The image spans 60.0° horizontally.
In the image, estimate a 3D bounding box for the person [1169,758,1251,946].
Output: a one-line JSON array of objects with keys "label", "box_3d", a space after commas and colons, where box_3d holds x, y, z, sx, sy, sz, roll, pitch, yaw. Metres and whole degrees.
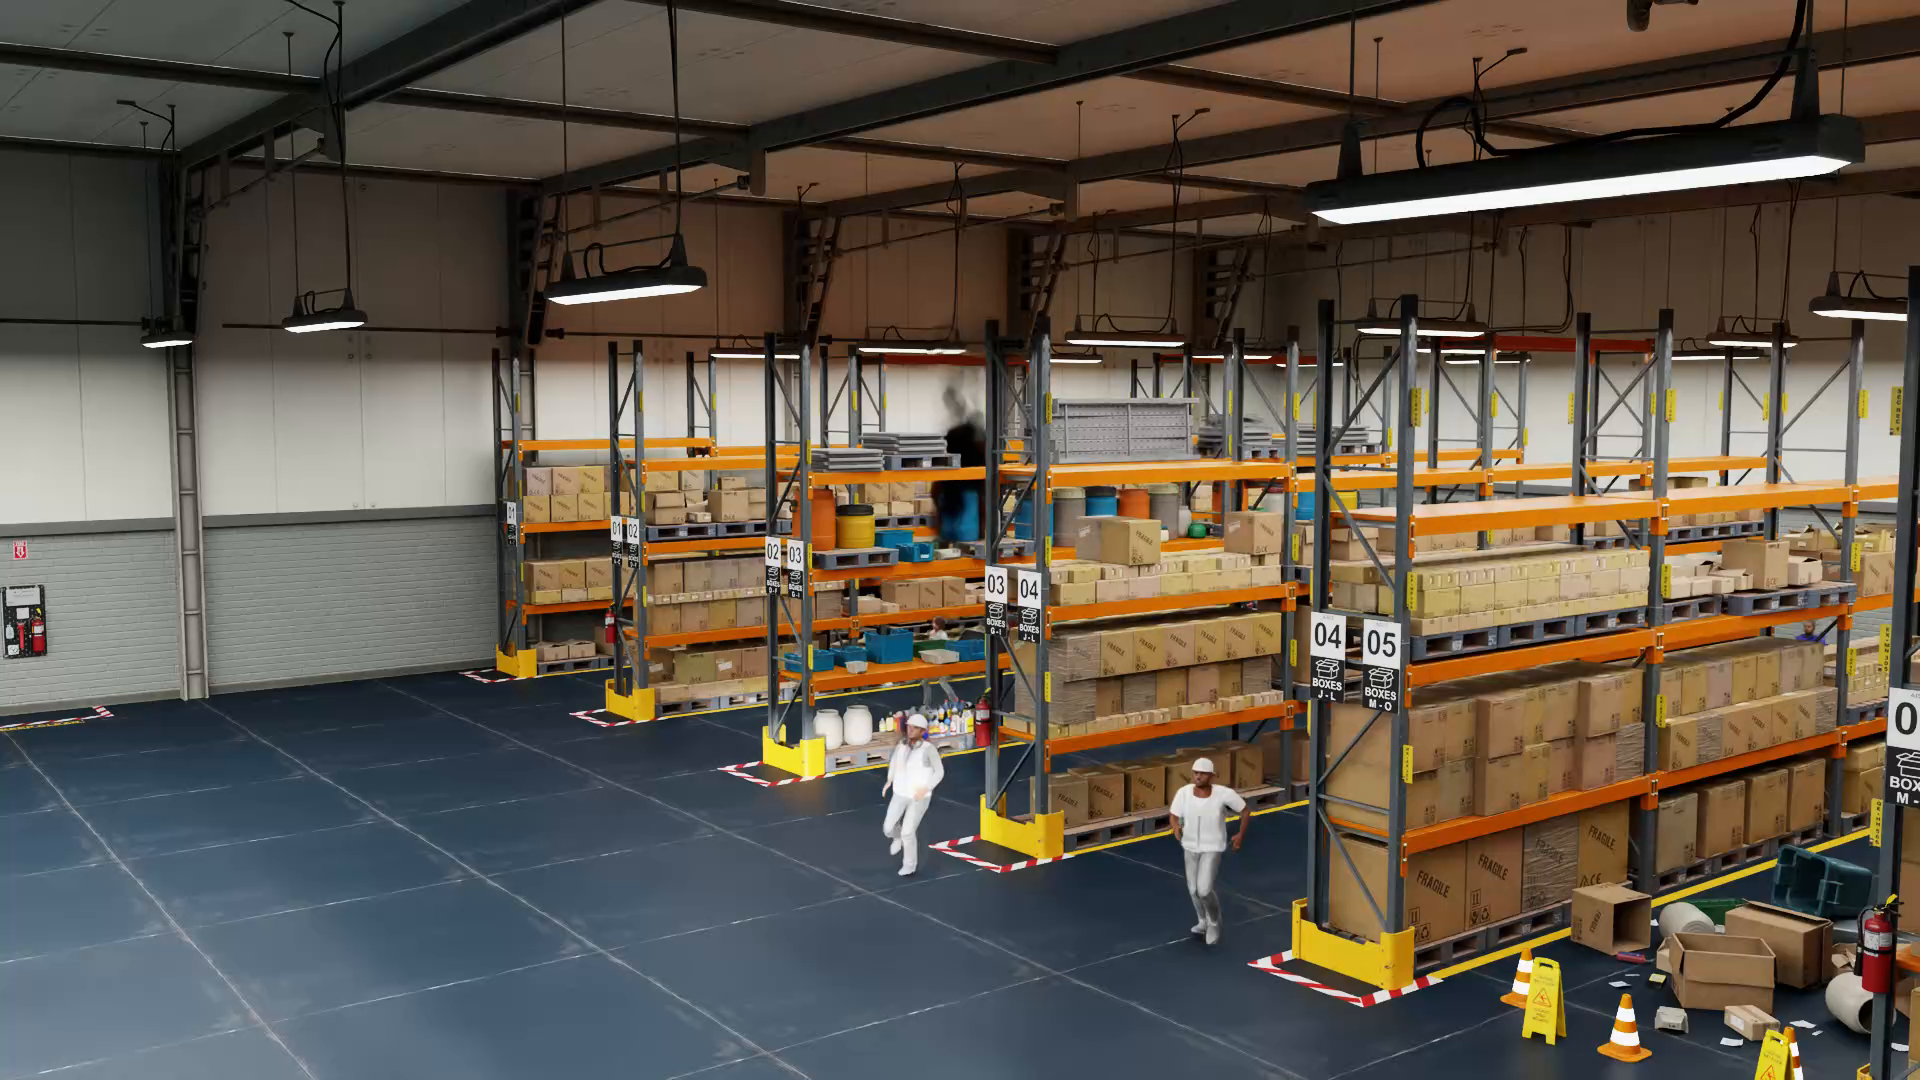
[{"label": "person", "box_3d": [2.297, 2.928, 15.626, 0.721, 1.780, 0.692, 3, 6, 29]}]

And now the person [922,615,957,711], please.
[{"label": "person", "box_3d": [-0.351, 2.021, 26.652, 0.735, 1.643, 0.511, -5, 7, -43]}]

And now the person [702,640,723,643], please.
[{"label": "person", "box_3d": [-4.425, 1.631, 30.190, 0.661, 1.739, 0.592, 4, 7, 40]}]

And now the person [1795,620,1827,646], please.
[{"label": "person", "box_3d": [13.408, 2.068, 26.280, 0.588, 1.619, 0.583, 5, 7, 44]}]

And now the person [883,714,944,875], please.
[{"label": "person", "box_3d": [-0.511, 2.740, 18.022, 0.721, 1.724, 0.594, 2, 6, 24]}]
